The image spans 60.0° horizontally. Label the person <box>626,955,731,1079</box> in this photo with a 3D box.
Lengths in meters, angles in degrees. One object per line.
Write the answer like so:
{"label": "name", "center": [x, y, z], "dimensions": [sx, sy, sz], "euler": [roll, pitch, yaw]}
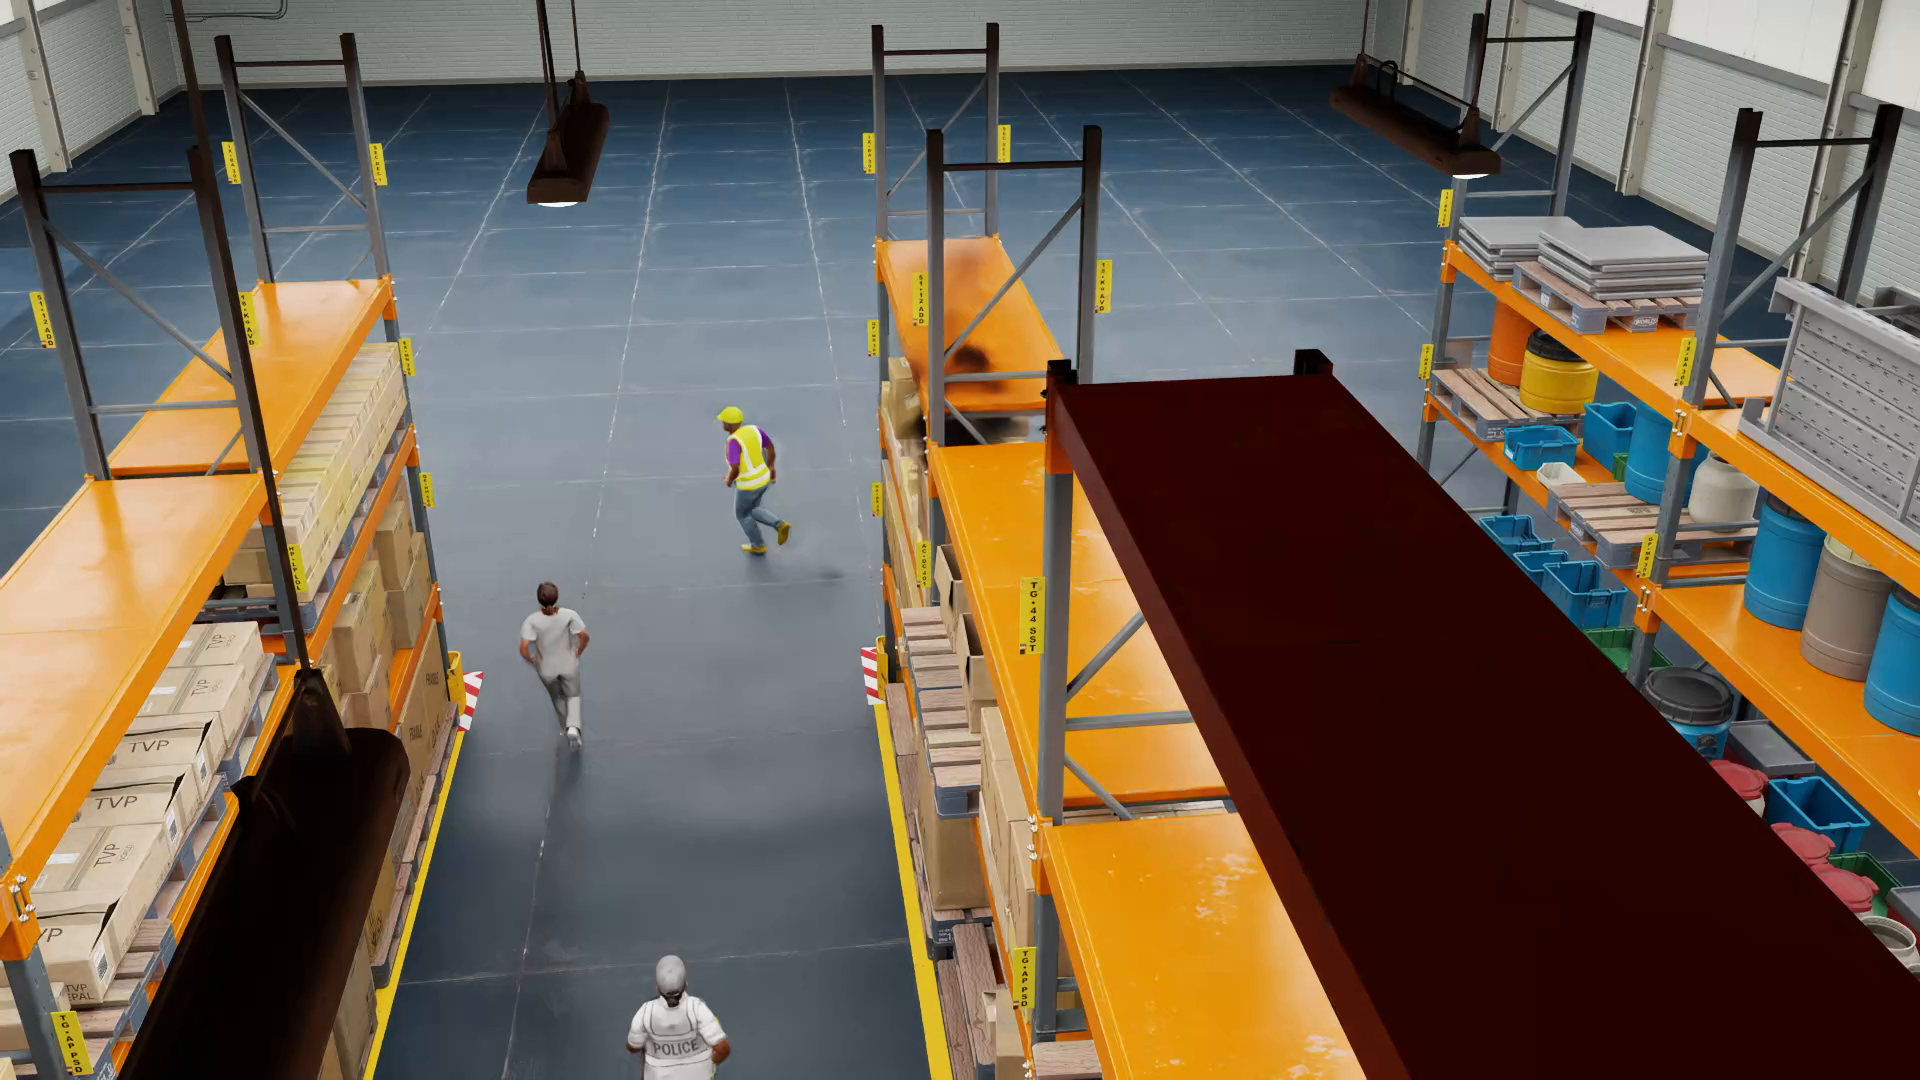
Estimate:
{"label": "person", "center": [-1.648, 3.204, 9.856], "dimensions": [0.579, 1.717, 0.704], "euler": [-6, 26, -12]}

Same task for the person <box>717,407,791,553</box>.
{"label": "person", "center": [-2.205, -0.597, 17.822], "dimensions": [0.784, 1.692, 0.693], "euler": [10, 27, 19]}

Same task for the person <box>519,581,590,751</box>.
{"label": "person", "center": [-3.445, 1.132, 14.252], "dimensions": [0.587, 1.643, 0.728], "euler": [-8, 27, -17]}
